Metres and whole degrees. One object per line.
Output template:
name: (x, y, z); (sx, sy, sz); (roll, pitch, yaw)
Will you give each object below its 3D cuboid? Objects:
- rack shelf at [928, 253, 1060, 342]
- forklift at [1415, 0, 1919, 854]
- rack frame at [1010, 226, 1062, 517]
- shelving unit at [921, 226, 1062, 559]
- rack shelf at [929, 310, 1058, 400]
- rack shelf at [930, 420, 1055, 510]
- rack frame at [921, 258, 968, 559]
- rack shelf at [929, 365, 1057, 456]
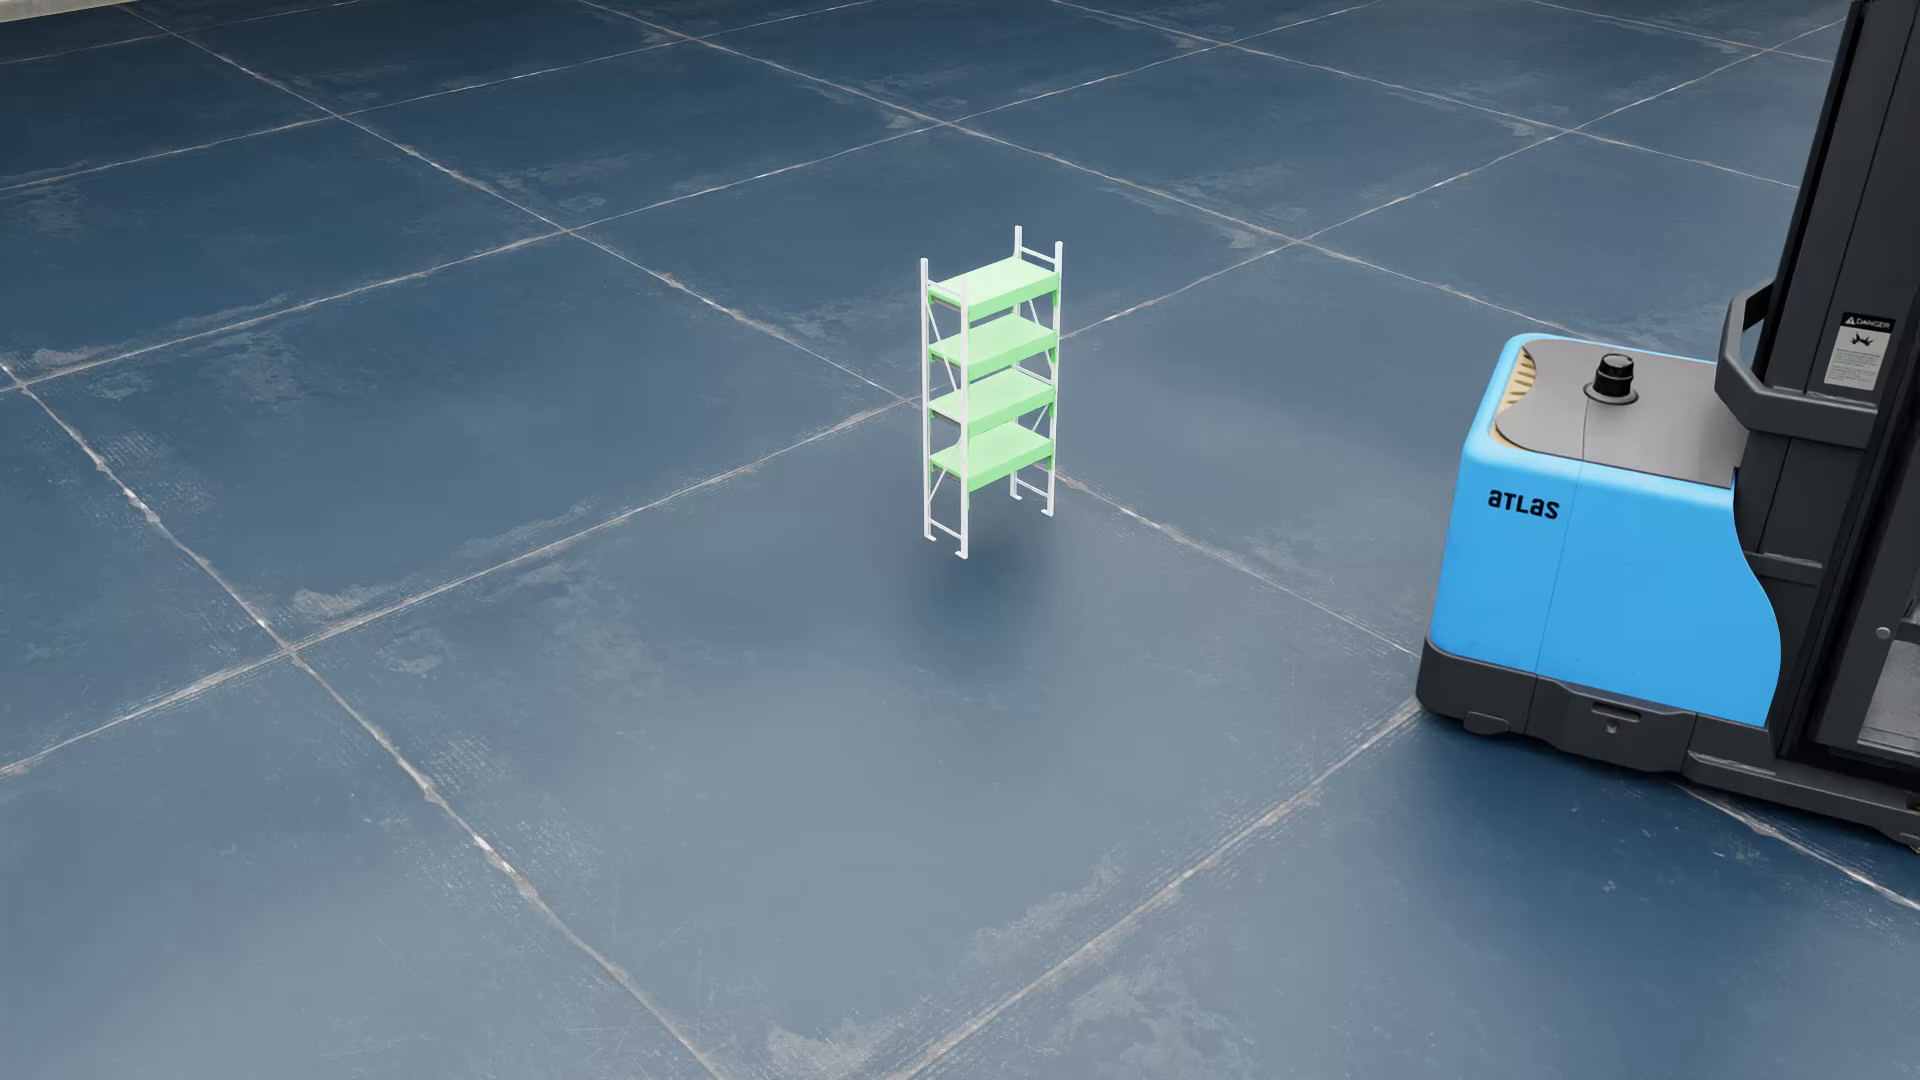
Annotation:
rack shelf: (0.121, -0.926, 6.316); (0.480, 0.148, 0.258); (-26, 40, -35)
forklift: (3.133, -0.543, 4.829); (3.031, 2.935, 1.130); (13, 34, 21)
rack frame: (0.300, -0.657, 6.675); (0.015, 1.200, 0.240); (-26, 40, -35)
shelving unit: (0.121, -0.571, 6.533); (0.503, 1.200, 0.258); (-26, 40, -35)
rack shelf: (0.121, -0.721, 6.441); (0.480, 0.148, 0.258); (-26, 40, -35)
rack shelf: (0.121, -0.311, 6.692); (0.480, 0.148, 0.258); (-26, 40, -35)
rack frame: (-0.058, -0.484, 6.391); (0.015, 1.200, 0.240); (-26, 40, -35)
rack shelf: (0.121, -0.516, 6.566); (0.480, 0.148, 0.258); (-26, 40, -35)
